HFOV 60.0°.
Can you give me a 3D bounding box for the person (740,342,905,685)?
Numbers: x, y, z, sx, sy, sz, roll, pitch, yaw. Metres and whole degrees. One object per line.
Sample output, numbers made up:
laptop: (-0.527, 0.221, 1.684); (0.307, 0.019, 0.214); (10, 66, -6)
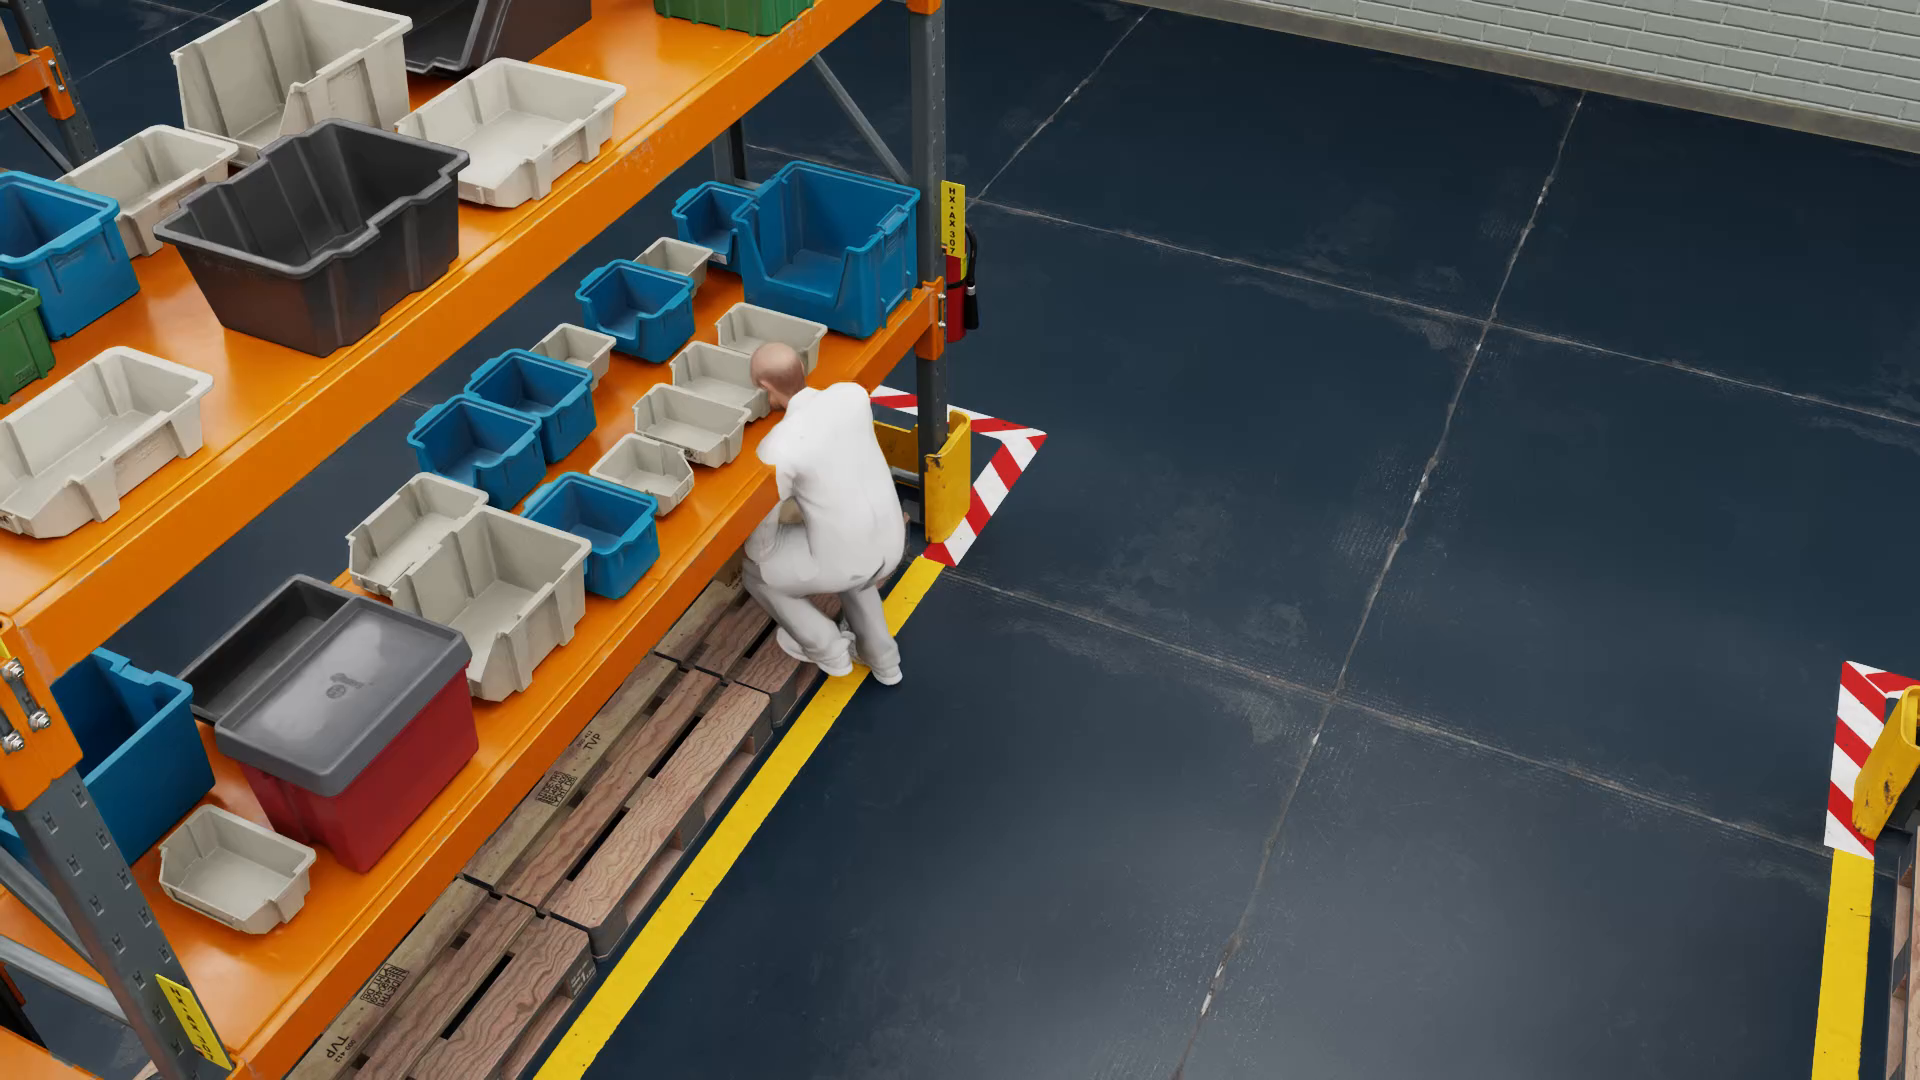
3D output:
person: (-0.514, -0.010, 6.340); (0.590, 1.576, 0.623); (32, 50, 31)
